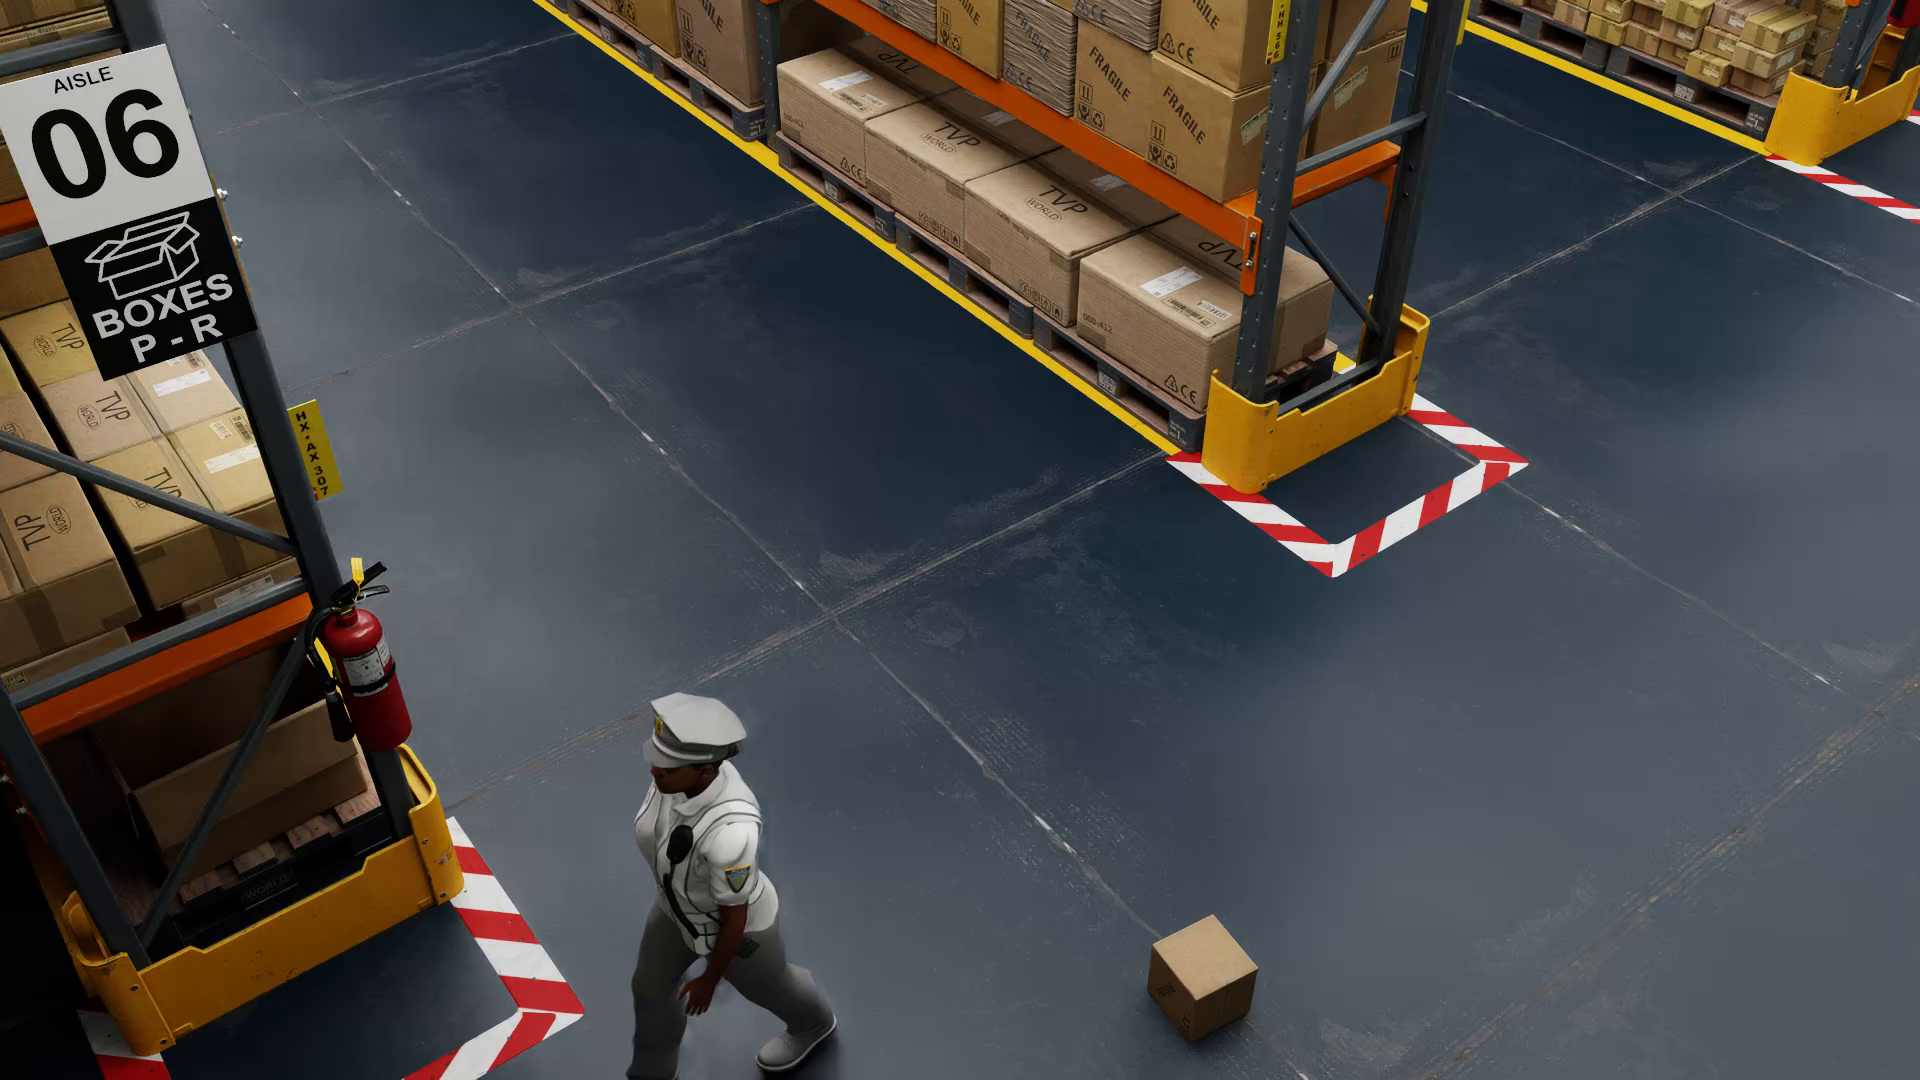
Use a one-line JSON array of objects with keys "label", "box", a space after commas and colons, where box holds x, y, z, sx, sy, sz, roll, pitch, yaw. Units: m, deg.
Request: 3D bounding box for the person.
[{"label": "person", "box": [-0.754, 1.124, 4.839, 0.787, 1.726, 0.470, -25, 46, -26]}]
